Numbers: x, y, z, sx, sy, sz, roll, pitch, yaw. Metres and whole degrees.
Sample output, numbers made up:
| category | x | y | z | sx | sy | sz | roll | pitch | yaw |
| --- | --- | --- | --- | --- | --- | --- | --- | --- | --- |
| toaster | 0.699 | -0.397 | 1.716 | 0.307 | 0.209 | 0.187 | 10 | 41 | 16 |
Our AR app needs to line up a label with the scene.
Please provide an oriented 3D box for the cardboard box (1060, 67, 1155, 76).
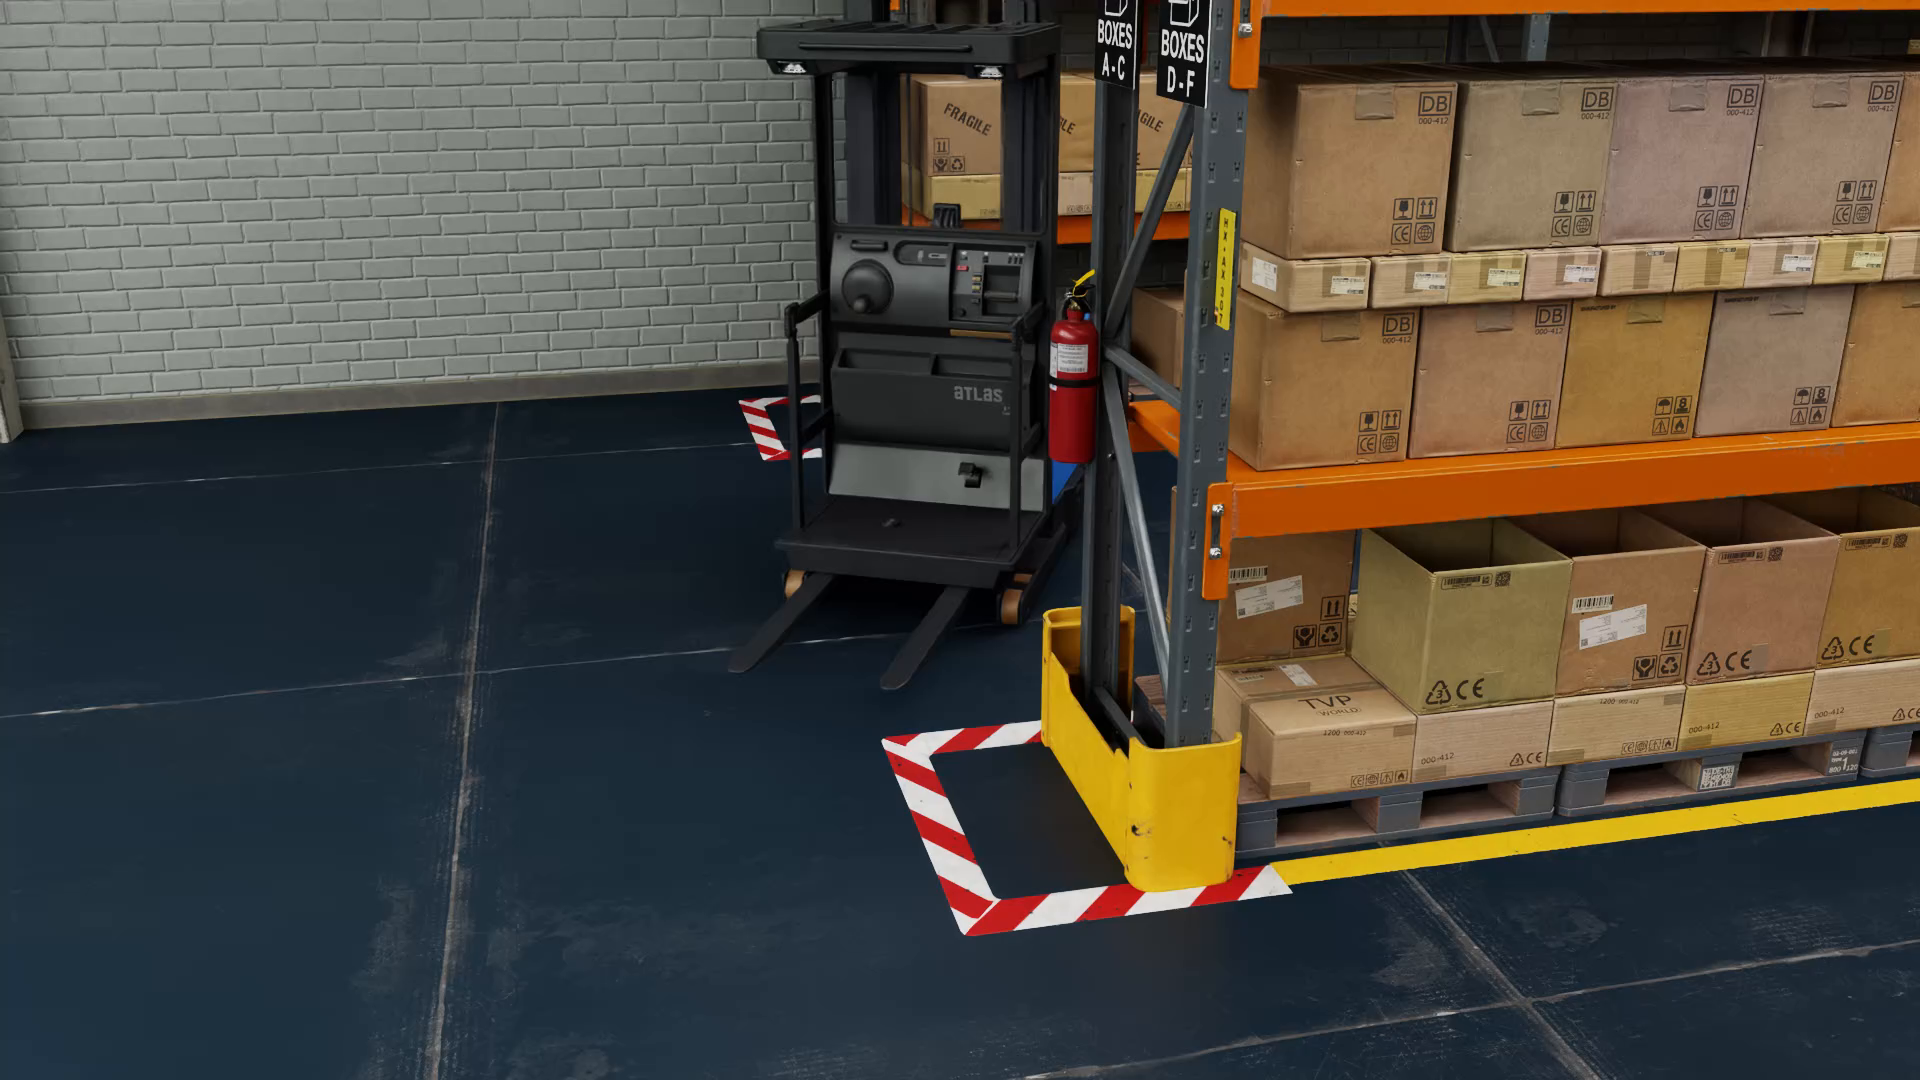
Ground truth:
| category | x | y | z | sx | sy | sz | roll | pitch | yaw |
| --- | --- | --- | --- | --- | --- | --- | --- | --- | --- |
| cardboard box | 0.878 | -2.635 | 10.245 | 0.500 | 0.500 | 0.500 | -5 | 21 | -14 |

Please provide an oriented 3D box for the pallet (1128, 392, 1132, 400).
| category | x | y | z | sx | sy | sz | roll | pitch | yaw |
| --- | --- | --- | --- | --- | --- | --- | --- | --- | --- |
| pallet | 0.346 | -0.905 | 10.479 | 1.213 | 0.211 | 1.003 | -5 | 21 | -12 |

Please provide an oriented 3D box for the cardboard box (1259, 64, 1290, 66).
| category | x | y | z | sx | sy | sz | roll | pitch | yaw |
| --- | --- | --- | --- | --- | --- | --- | --- | --- | --- |
| cardboard box | 1.870 | -2.719 | 10.476 | 0.500 | 0.500 | 0.500 | -4 | 21 | -11 |

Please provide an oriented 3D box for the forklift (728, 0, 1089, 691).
| category | x | y | z | sx | sy | sz | roll | pitch | yaw |
| --- | --- | --- | --- | --- | --- | --- | --- | --- | --- |
| forklift | -0.175 | -1.145 | 7.179 | 1.130 | 2.935 | 3.031 | 5 | 21 | 14 |

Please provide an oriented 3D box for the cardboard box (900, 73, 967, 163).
| category | x | y | z | sx | sy | sz | roll | pitch | yaw |
| --- | --- | --- | --- | --- | --- | --- | --- | --- | --- |
| cardboard box | -0.117 | -2.556 | 10.029 | 0.500 | 0.500 | 0.500 | -5 | 21 | -13 |

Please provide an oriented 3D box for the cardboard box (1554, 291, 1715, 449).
| category | x | y | z | sx | sy | sz | roll | pitch | yaw |
| --- | --- | --- | --- | --- | --- | --- | --- | --- | --- |
| cardboard box | 2.069 | -0.658 | 5.606 | 0.500 | 0.500 | 0.700 | -5 | 21 | -12 |

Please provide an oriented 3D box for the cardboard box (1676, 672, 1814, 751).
| category | x | y | z | sx | sy | sz | roll | pitch | yaw |
| --- | --- | --- | --- | --- | --- | --- | --- | --- | --- |
| cardboard box | 2.650 | 0.509 | 5.950 | 0.500 | 0.250 | 0.500 | -5 | 21 | -12 |

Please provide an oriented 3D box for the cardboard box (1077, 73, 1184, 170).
| category | x | y | z | sx | sy | sz | roll | pitch | yaw |
| --- | --- | --- | --- | --- | --- | --- | --- | --- | --- |
| cardboard box | 0.995 | -2.459 | 9.765 | 0.500 | 0.500 | 0.500 | -5 | 21 | -14 |

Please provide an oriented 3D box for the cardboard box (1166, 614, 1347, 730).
| category | x | y | z | sx | sy | sz | roll | pitch | yaw |
| --- | --- | --- | --- | --- | --- | --- | --- | --- | --- |
| cardboard box | 1.071 | 0.454 | 6.100 | 0.500 | 0.250 | 0.500 | -5 | 21 | -12 |

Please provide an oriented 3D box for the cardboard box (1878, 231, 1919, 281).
| category | x | y | z | sx | sy | sz | roll | pitch | yaw |
| --- | --- | --- | --- | --- | --- | --- | --- | --- | --- |
| cardboard box | 3.058 | -0.973 | 5.522 | 0.250 | 0.149 | 0.380 | -4 | 21 | -11 |

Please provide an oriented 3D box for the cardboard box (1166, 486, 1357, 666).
| category | x | y | z | sx | sy | sz | roll | pitch | yaw |
| --- | --- | --- | --- | --- | --- | --- | --- | --- | --- |
| cardboard box | 1.070 | 0.101 | 5.973 | 0.500 | 0.500 | 0.500 | -5 | 21 | -12 |

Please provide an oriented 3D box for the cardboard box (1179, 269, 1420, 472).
| category | x | y | z | sx | sy | sz | roll | pitch | yaw |
| --- | --- | --- | --- | --- | --- | --- | --- | --- | --- |
| cardboard box | 1.074 | -0.578 | 5.386 | 0.500 | 0.500 | 0.700 | -5 | 21 | -12 |

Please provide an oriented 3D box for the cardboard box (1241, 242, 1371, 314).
| category | x | y | z | sx | sy | sz | roll | pitch | yaw |
| --- | --- | --- | --- | --- | --- | --- | --- | --- | --- |
| cardboard box | 1.048 | -0.809 | 5.073 | 0.250 | 0.149 | 0.380 | -5 | 21 | -13 |

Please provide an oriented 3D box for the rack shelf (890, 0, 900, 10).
| category | x | y | z | sx | sy | sz | roll | pitch | yaw |
| --- | --- | --- | --- | --- | --- | --- | --- | --- | --- |
| rack shelf | 1.420 | -3.385 | 9.880 | 4.000 | 0.370 | 1.077 | -5 | 21 | -12 |

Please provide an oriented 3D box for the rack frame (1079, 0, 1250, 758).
| category | x | y | z | sx | sy | sz | roll | pitch | yaw |
| --- | --- | --- | --- | --- | --- | --- | --- | --- | --- |
| rack frame | 0.617 | -0.498 | 5.314 | 0.127 | 3.000 | 1.000 | -5 | 21 | -12 |

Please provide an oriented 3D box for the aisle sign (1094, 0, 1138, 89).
| category | x | y | z | sx | sy | sz | roll | pitch | yaw |
| --- | --- | --- | --- | --- | --- | --- | --- | --- | --- |
| aisle sign | 0.485 | -1.812 | 5.121 | 0.004 | 0.787 | 0.394 | -5 | 21 | -12 |

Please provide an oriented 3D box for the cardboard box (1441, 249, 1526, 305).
| category | x | y | z | sx | sy | sz | roll | pitch | yaw |
| --- | --- | --- | --- | --- | --- | --- | --- | --- | --- |
| cardboard box | 1.548 | -0.850 | 5.185 | 0.250 | 0.149 | 0.380 | -5 | 21 | -12 |

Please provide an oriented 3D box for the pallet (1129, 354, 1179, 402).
| category | x | y | z | sx | sy | sz | roll | pitch | yaw |
| --- | --- | --- | --- | --- | --- | --- | --- | --- | --- |
| pallet | 1.531 | -1.001 | 10.739 | 1.213 | 0.211 | 1.003 | -5 | 21 | -12 |

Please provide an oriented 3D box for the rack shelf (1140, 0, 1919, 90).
| category | x | y | z | sx | sy | sz | roll | pitch | yaw |
| --- | --- | --- | --- | --- | --- | --- | --- | --- | --- |
| rack shelf | 2.563 | -1.727 | 5.354 | 4.000 | 0.370 | 1.077 | -5 | 21 | -12 |

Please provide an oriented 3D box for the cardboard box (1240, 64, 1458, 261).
| category | x | y | z | sx | sy | sz | roll | pitch | yaw |
| --- | --- | --- | --- | --- | --- | --- | --- | --- | --- |
| cardboard box | 1.126 | -1.191 | 5.174 | 0.500 | 0.500 | 0.700 | -5 | 21 | -12 |

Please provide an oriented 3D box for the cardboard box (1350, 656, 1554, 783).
| category | x | y | z | sx | sy | sz | roll | pitch | yaw |
| --- | --- | --- | --- | --- | --- | --- | --- | --- | --- |
| cardboard box | 1.676 | 0.587 | 5.739 | 0.500 | 0.250 | 0.500 | -5 | 21 | -12 |

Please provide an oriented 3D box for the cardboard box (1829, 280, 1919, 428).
| category | x | y | z | sx | sy | sz | roll | pitch | yaw |
| --- | --- | --- | --- | --- | --- | --- | --- | --- | --- |
| cardboard box | 3.078 | -0.742 | 5.835 | 0.500 | 0.500 | 0.700 | -4 | 21 | -12 |

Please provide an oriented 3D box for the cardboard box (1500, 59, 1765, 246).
| category | x | y | z | sx | sy | sz | roll | pitch | yaw |
| --- | --- | --- | --- | --- | --- | --- | --- | --- | --- |
| cardboard box | 2.127 | -1.275 | 5.402 | 0.500 | 0.500 | 0.700 | -5 | 21 | -12 |

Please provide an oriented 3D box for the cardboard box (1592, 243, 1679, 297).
| category | x | y | z | sx | sy | sz | roll | pitch | yaw |
| --- | --- | --- | --- | --- | --- | --- | --- | --- | --- |
| cardboard box | 2.053 | -0.891 | 5.298 | 0.250 | 0.149 | 0.380 | -5 | 21 | -14 |

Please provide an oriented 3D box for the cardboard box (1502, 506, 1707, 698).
| category | x | y | z | sx | sy | sz | roll | pitch | yaw |
| --- | --- | --- | --- | --- | --- | --- | --- | --- | --- |
| cardboard box | 2.160 | 0.191 | 5.728 | 0.500 | 0.500 | 0.500 | -5 | 21 | -12 |

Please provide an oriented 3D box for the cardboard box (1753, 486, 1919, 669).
| category | x | y | z | sx | sy | sz | roll | pitch | yaw |
| --- | --- | --- | --- | --- | --- | --- | --- | --- | --- |
| cardboard box | 3.134 | 0.113 | 5.941 | 0.500 | 0.500 | 0.500 | -5 | 21 | -12 |

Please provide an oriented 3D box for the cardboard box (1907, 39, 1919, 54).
| category | x | y | z | sx | sy | sz | roll | pitch | yaw |
| --- | --- | --- | --- | --- | --- | --- | --- | --- | --- |
| cardboard box | 6.620 | -3.280 | 11.179 | 0.250 | 0.149 | 0.380 | -8 | 22 | -22 |

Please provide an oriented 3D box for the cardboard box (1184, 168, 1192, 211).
| category | x | y | z | sx | sy | sz | roll | pitch | yaw |
| --- | --- | --- | --- | --- | --- | --- | --- | --- | --- |
| cardboard box | 1.513 | -2.151 | 10.014 | 0.500 | 0.250 | 0.500 | -4 | 21 | -12 |

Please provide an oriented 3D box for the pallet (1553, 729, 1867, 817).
| category | x | y | z | sx | sy | sz | roll | pitch | yaw |
| --- | --- | --- | --- | --- | --- | --- | --- | --- | --- |
| pallet | 2.536 | 0.641 | 6.257 | 1.213 | 0.211 | 1.003 | -5 | 21 | -12 |

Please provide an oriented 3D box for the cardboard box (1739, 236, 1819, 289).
| category | x | y | z | sx | sy | sz | roll | pitch | yaw |
| --- | --- | --- | --- | --- | --- | --- | --- | --- | --- |
| cardboard box | 2.544 | -0.930 | 5.404 | 0.250 | 0.149 | 0.380 | -4 | 21 | -12 |

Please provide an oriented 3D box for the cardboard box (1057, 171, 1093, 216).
| category | x | y | z | sx | sy | sz | roll | pitch | yaw |
| --- | --- | --- | --- | --- | --- | --- | --- | --- | --- |
| cardboard box | 0.523 | -2.073 | 9.803 | 0.500 | 0.250 | 0.500 | -5 | 21 | -14 |

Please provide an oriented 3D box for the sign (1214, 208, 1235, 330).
| category | x | y | z | sx | sy | sz | roll | pitch | yaw |
| --- | --- | --- | --- | --- | --- | --- | --- | --- | --- |
| sign | 0.739 | -0.756 | 4.643 | 0.005 | 0.325 | 0.100 | -5 | 21 | -12 |

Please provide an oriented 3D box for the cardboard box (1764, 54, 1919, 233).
| category | x | y | z | sx | sy | sz | roll | pitch | yaw |
| --- | --- | --- | --- | --- | --- | --- | --- | --- | --- |
| cardboard box | 3.100 | -1.354 | 5.618 | 0.500 | 0.500 | 0.700 | -5 | 21 | -12 |

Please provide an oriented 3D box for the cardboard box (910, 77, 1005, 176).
| category | x | y | z | sx | sy | sz | roll | pitch | yaw |
| --- | --- | --- | --- | --- | --- | --- | --- | --- | --- |
| cardboard box | 0.007 | -2.384 | 9.562 | 0.500 | 0.500 | 0.500 | -5 | 21 | -12 |

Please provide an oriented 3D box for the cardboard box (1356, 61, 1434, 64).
| category | x | y | z | sx | sy | sz | roll | pitch | yaw |
| --- | --- | --- | --- | --- | --- | --- | --- | --- | --- |
| cardboard box | 2.861 | -2.797 | 10.687 | 0.500 | 0.500 | 0.500 | -5 | 21 | -14 |

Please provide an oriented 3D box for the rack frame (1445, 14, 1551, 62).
| category | x | y | z | sx | sy | sz | roll | pitch | yaw |
| --- | --- | --- | --- | --- | --- | --- | --- | --- | --- |
| rack frame | 3.366 | -2.473 | 10.704 | 0.127 | 3.000 | 1.000 | -5 | 21 | -12 |

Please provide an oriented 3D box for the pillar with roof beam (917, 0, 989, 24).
| category | x | y | z | sx | sy | sz | roll | pitch | yaw |
| --- | --- | --- | --- | --- | --- | --- | --- | --- | --- |
| pillar with roof beam | 0.946 | -3.877 | 5.816 | 0.400 | 9.000 | 9.100 | -5 | 21 | -12 |
